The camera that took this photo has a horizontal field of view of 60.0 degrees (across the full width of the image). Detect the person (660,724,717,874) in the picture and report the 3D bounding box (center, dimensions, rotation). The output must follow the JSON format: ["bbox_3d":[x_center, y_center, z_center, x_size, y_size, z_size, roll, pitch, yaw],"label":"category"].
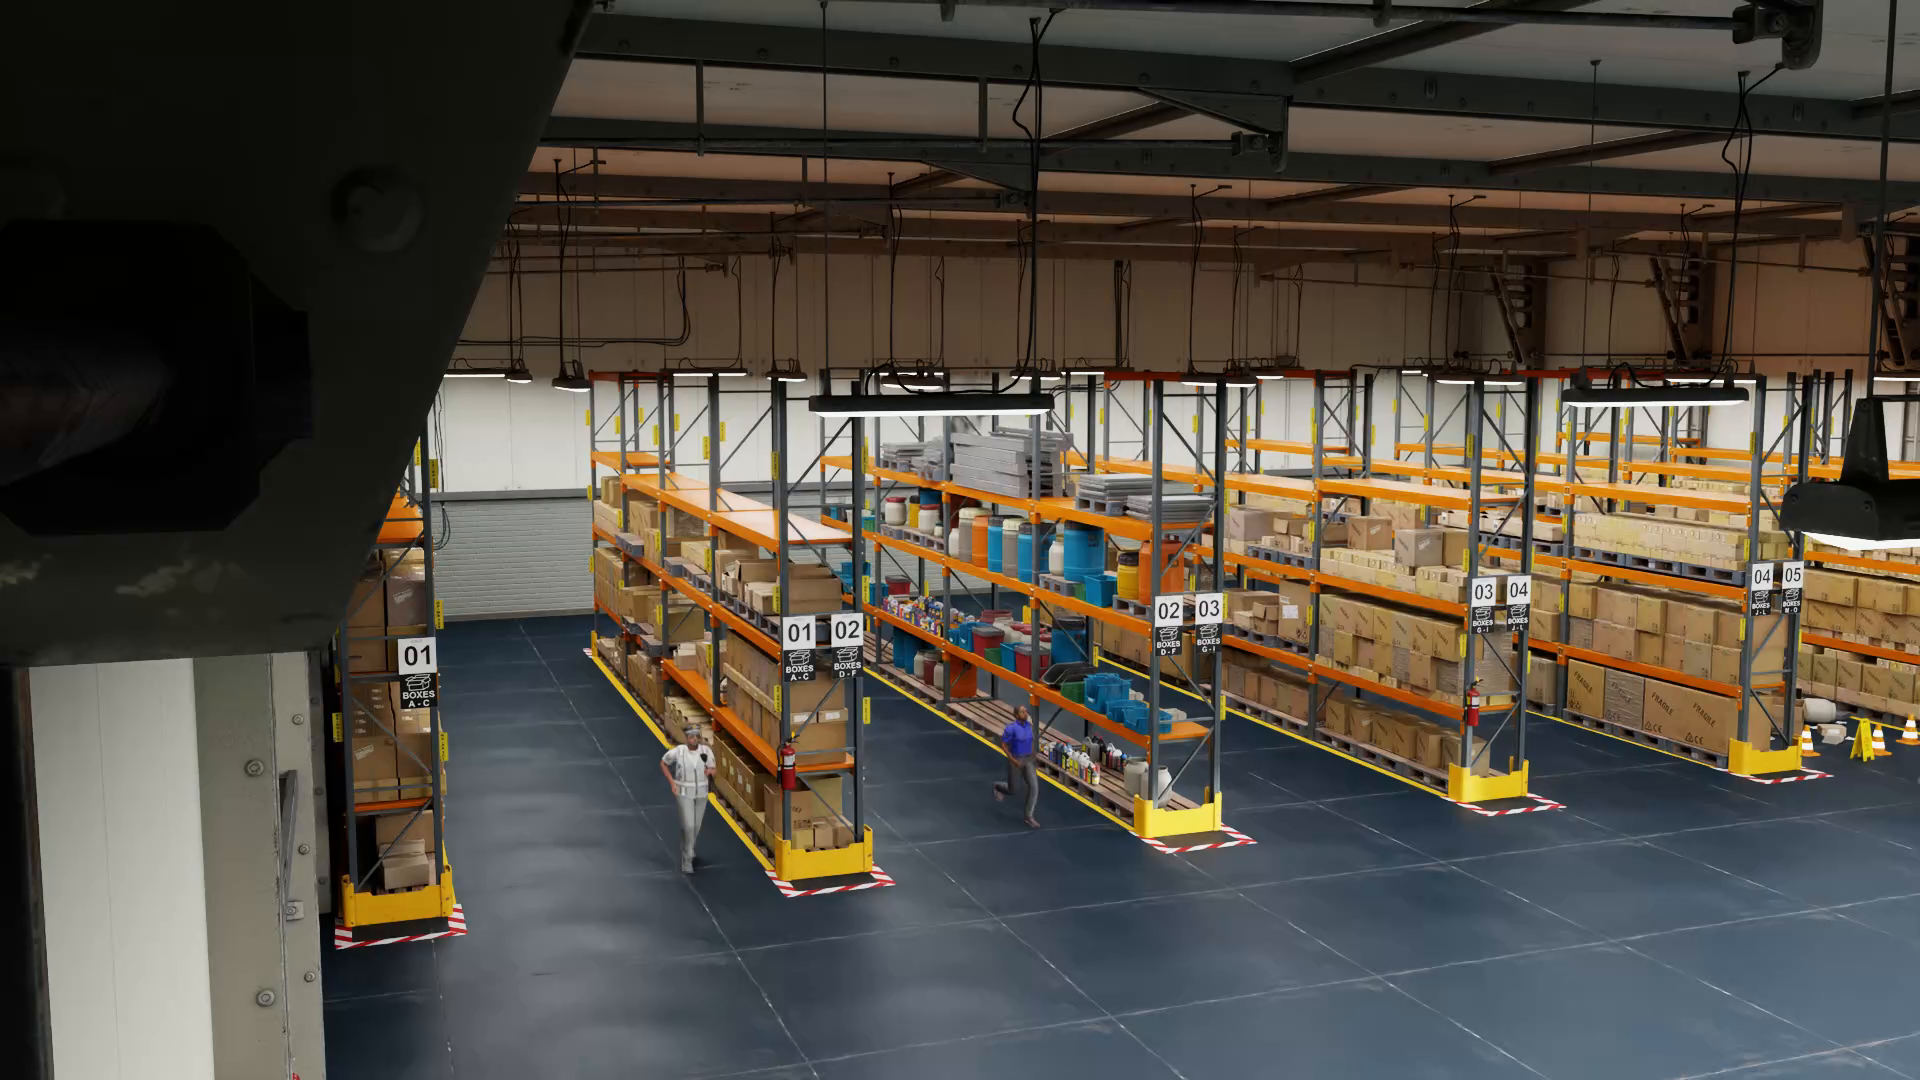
[{"bbox_3d":[-3.310,3.168,20.541,0.638,1.830,0.754,-3,7,-28],"label":"person"}]

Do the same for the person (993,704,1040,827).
[{"bbox_3d":[0.798,3.035,22.618,0.568,1.632,0.865,-4,8,-33],"label":"person"}]
